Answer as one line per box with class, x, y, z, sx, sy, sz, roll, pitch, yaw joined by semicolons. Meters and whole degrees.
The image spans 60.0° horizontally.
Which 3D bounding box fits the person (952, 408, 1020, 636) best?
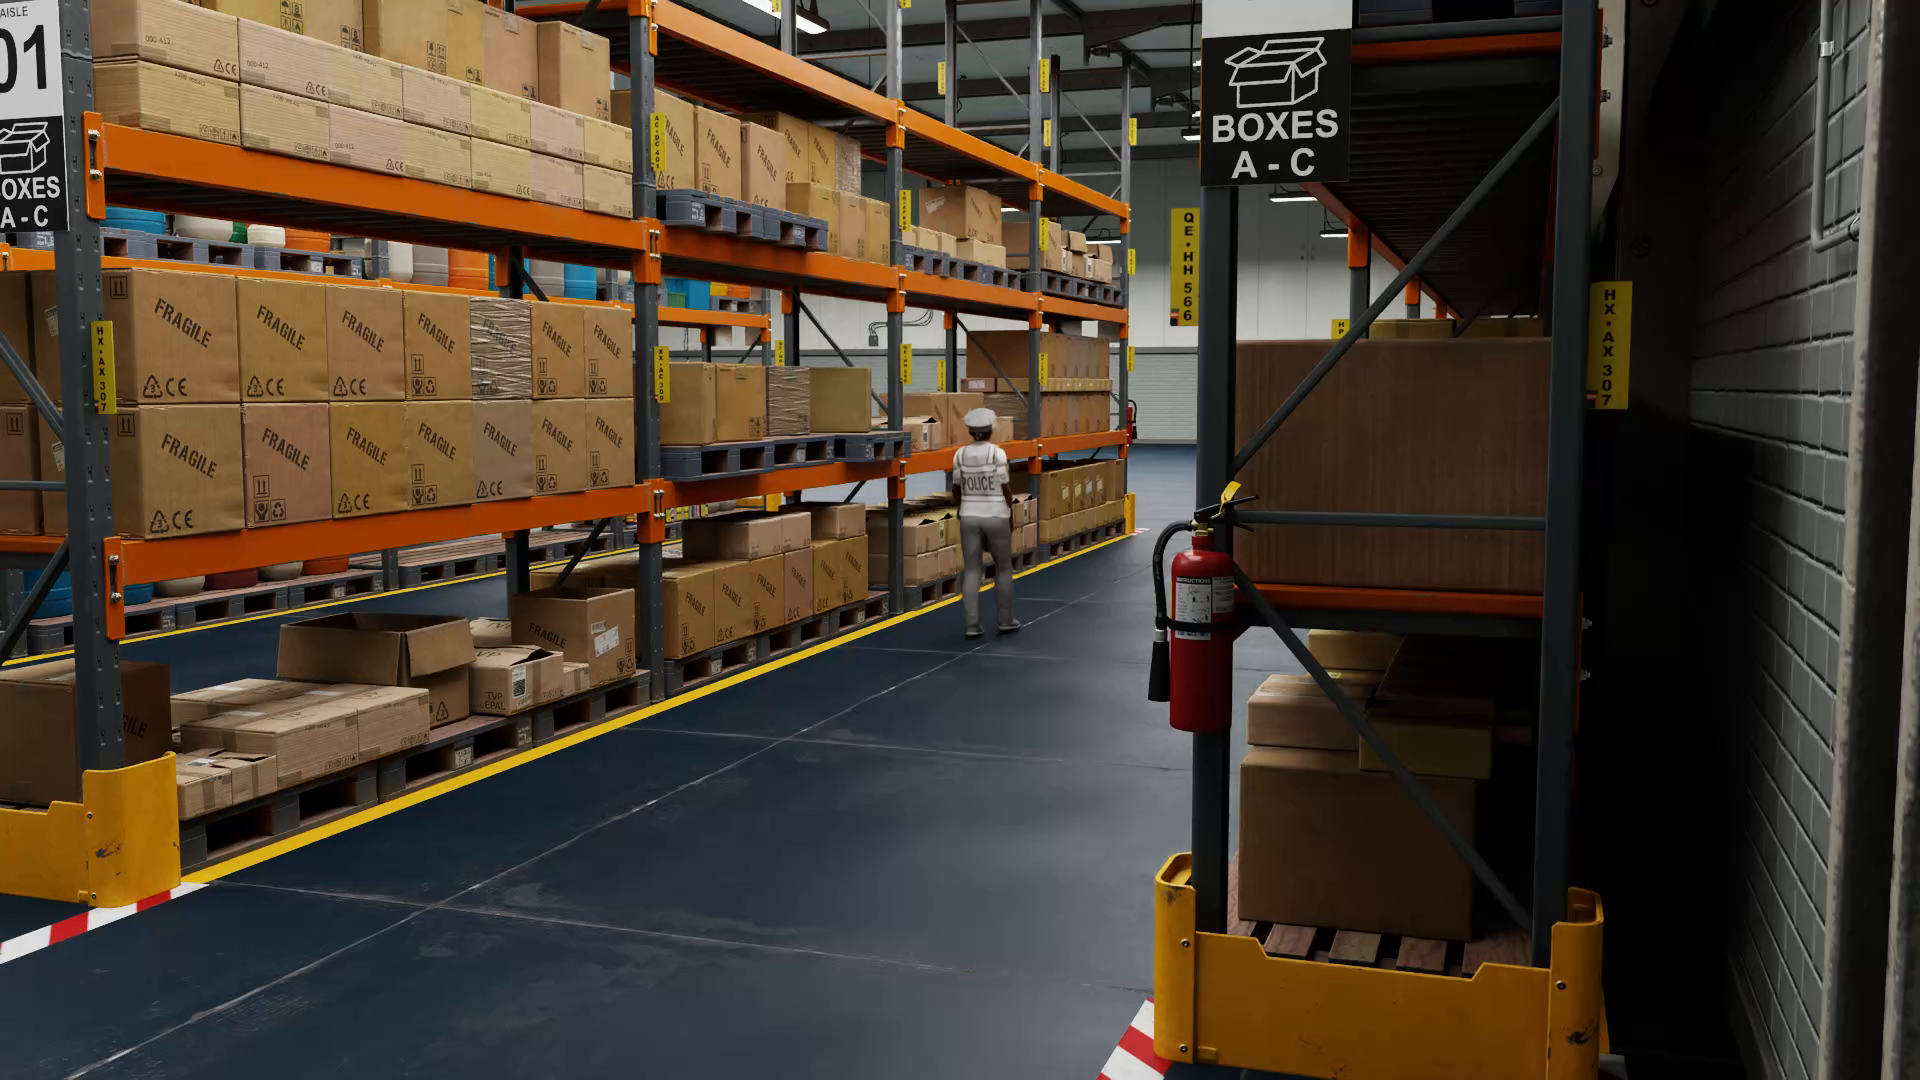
person;0.189;-0.146;12.503;0.474;1.694;0.598;2;6;17
